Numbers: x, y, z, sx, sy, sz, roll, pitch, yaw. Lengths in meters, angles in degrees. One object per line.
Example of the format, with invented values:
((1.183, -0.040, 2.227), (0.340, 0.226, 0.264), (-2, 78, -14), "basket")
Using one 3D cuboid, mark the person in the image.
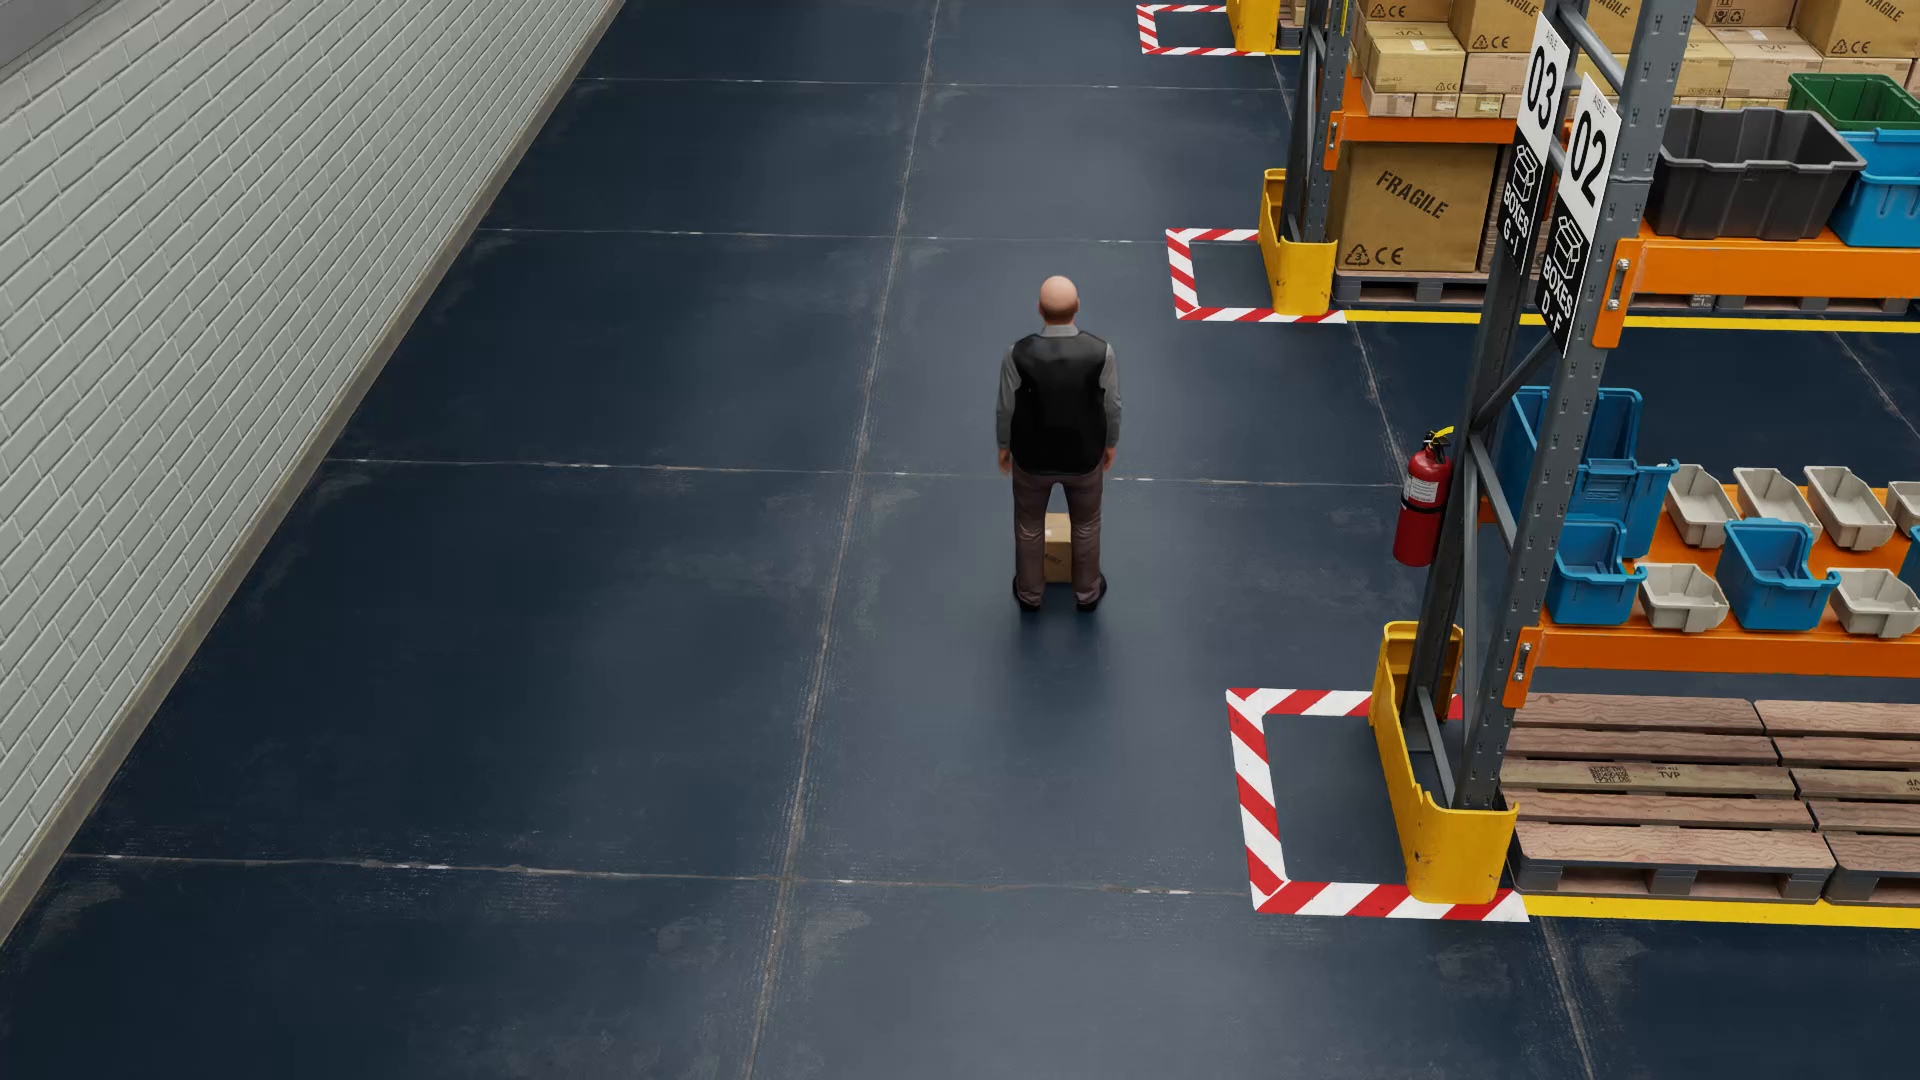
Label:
((0.448, -0.395, 7.693), (0.575, 1.720, 0.420), (0, 35, 0), "person")
